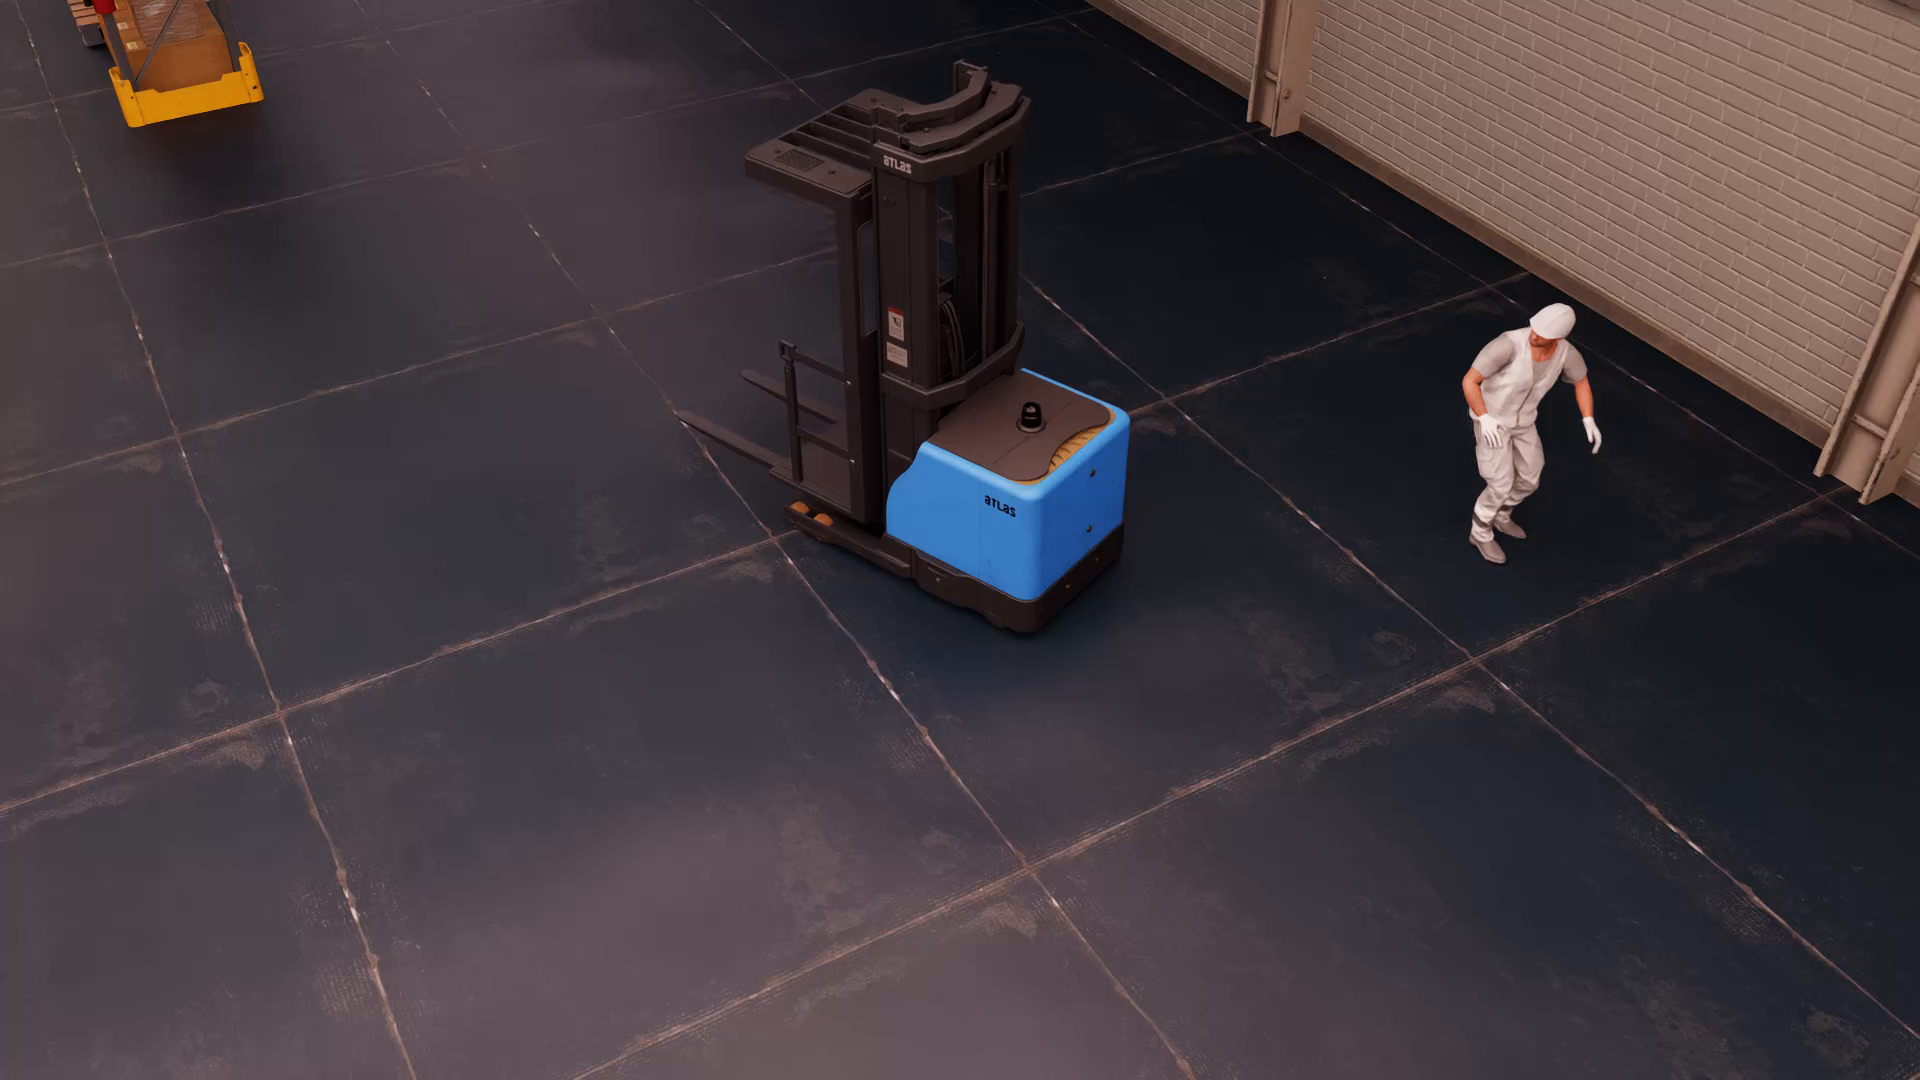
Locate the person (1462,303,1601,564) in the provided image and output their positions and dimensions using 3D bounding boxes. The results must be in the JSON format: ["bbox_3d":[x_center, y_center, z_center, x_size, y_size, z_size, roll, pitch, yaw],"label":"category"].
[{"bbox_3d":[3.316,-0.637,9.783,0.777,1.730,0.608,-12,41,-14],"label":"person"}]

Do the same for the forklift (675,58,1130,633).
[{"bbox_3d":[-0.481,-1.366,9.683,3.031,2.935,1.130,26,46,28],"label":"forklift"}]
